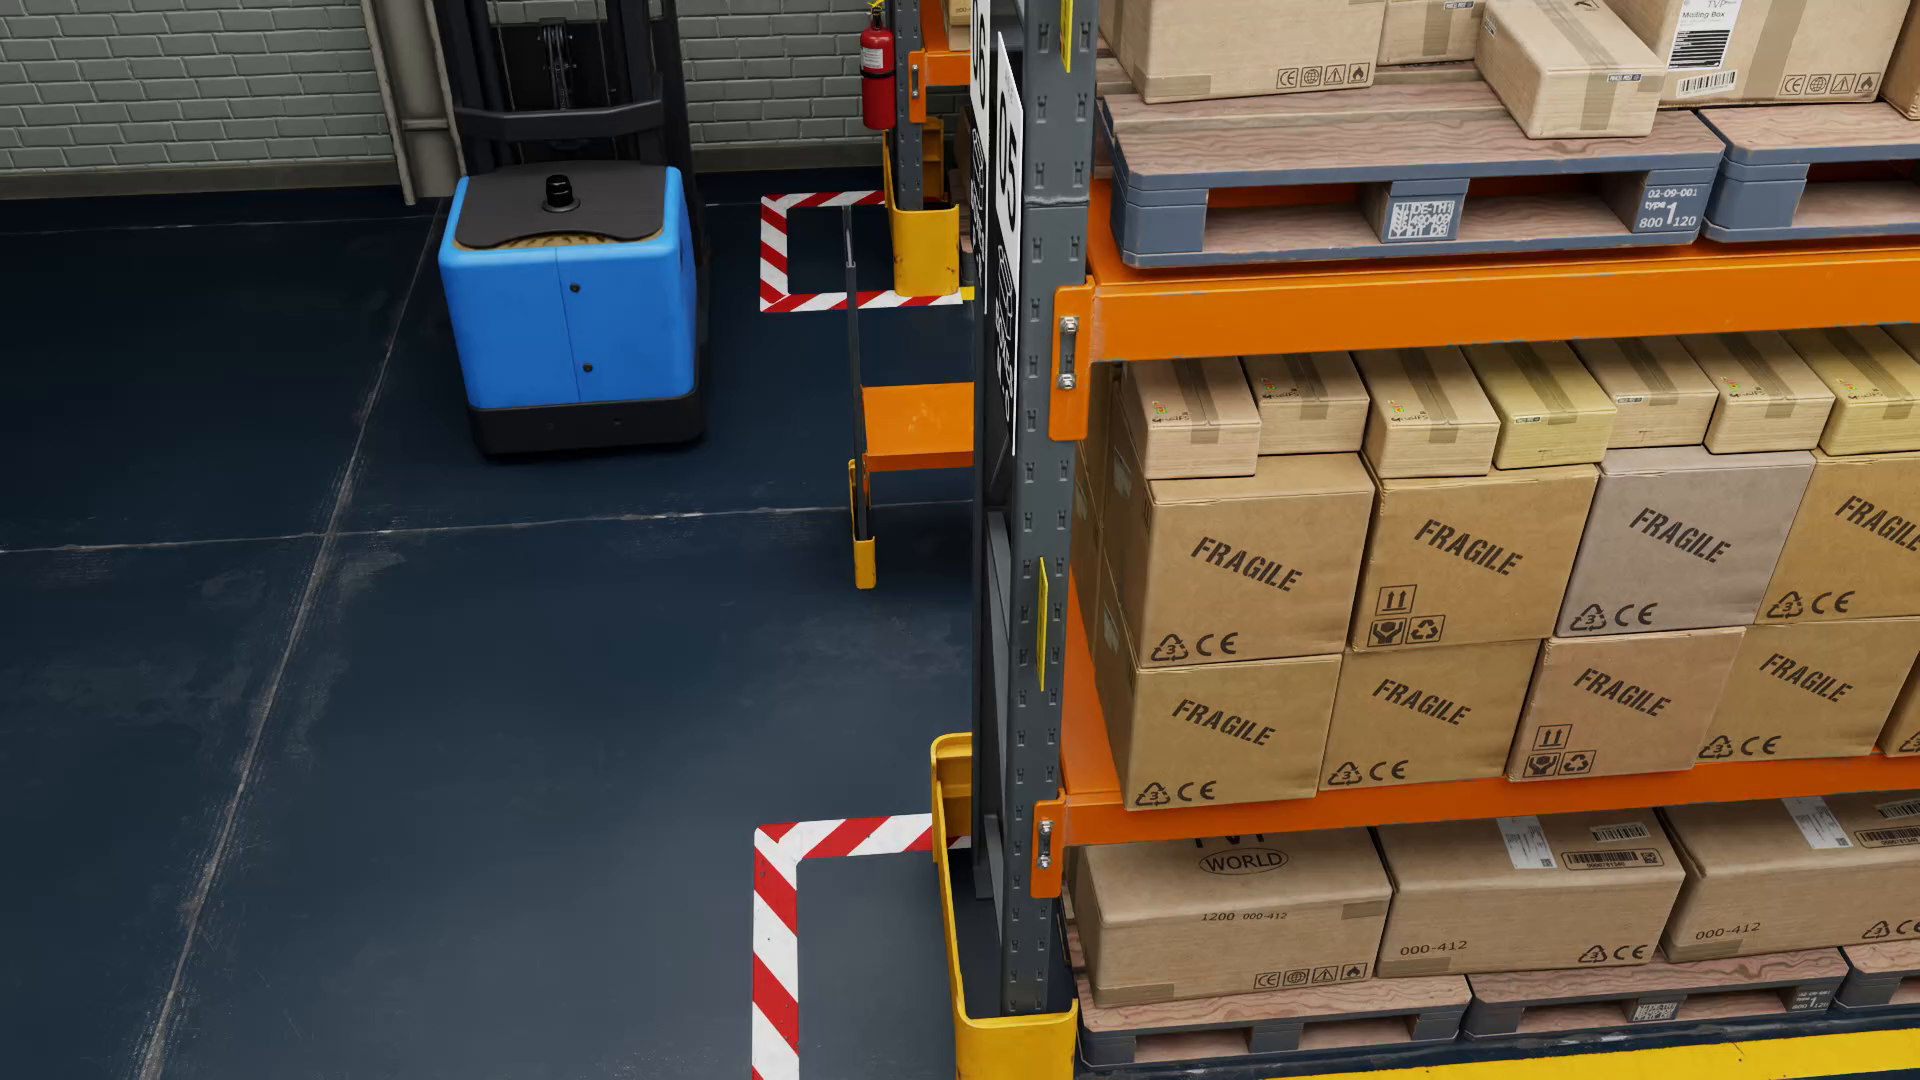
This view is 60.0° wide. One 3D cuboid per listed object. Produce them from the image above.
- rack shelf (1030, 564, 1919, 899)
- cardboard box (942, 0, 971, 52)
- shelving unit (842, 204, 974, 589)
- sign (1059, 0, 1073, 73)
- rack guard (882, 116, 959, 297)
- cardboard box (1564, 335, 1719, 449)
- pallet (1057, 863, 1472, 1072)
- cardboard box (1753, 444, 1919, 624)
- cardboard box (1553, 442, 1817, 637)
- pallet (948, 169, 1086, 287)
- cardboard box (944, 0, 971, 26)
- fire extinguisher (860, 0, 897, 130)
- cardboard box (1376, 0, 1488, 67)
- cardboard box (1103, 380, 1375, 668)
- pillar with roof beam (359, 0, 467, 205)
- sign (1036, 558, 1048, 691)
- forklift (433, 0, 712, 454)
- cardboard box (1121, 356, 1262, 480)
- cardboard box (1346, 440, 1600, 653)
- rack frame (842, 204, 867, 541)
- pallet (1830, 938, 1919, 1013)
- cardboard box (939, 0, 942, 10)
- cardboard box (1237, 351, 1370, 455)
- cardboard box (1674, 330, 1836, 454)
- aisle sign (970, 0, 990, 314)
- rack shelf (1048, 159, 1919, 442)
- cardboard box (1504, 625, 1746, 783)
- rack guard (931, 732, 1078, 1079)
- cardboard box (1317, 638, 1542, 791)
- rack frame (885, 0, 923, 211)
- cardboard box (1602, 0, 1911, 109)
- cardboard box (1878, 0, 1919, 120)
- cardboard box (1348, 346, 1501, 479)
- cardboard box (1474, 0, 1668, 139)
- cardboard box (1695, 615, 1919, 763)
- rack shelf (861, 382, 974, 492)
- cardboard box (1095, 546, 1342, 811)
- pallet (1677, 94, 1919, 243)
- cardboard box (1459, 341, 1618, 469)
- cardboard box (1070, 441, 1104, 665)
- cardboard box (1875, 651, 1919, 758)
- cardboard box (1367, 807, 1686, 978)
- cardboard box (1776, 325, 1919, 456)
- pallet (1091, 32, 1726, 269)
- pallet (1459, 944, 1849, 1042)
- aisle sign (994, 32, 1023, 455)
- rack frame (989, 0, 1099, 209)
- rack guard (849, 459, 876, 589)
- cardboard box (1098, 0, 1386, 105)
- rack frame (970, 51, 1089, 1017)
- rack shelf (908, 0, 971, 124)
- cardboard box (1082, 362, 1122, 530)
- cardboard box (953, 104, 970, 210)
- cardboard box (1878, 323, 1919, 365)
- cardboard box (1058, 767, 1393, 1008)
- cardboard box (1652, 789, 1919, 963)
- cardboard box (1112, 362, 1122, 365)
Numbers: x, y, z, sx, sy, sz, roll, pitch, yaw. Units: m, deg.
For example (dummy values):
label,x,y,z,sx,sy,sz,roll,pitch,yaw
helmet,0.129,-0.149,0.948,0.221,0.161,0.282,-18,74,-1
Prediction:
label,x,y,z,sx,sy,sz,roll,pitch,yaw
rack shelf,2.137,0.397,4.906,4.000,0.370,1.077,-3,38,-4
cardboard box,0.053,-2.588,8.311,0.250,0.149,0.380,-3,38,-4
shelving unit,0.076,-0.593,6.791,1.083,1.500,0.587,-3,38,-4
sign,0.188,-0.985,2.885,0.005,0.325,0.100,-3,38,-4
rack guard,-0.223,-1.861,9.205,0.348,0.500,1.175,-3,38,-4
cardboard box,1.564,-0.385,3.905,0.250,0.149,0.380,-3,38,-4
pallet,0.934,1.227,5.525,1.213,0.211,1.003,-3,38,-4
cardboard box,2.171,-0.152,4.133,0.500,0.500,0.500,-3,38,-4
cardboard box,1.674,-0.124,4.097,0.500,0.500,0.500,-3,38,-4
pallet,0.571,-1.792,9.351,1.213,0.211,1.003,-3,38,-4
cardboard box,0.177,-2.755,8.201,0.500,0.250,0.500,-3,38,-4
fire extinguisher,-0.405,-2.368,8.193,0.183,0.674,0.296,-3,38,-4
cardboard box,0.995,-1.211,3.725,0.250,0.149,0.380,-6,39,-7
cardboard box,0.648,-0.058,4.014,0.500,0.500,0.500,-4,38,-5
pillar with roof beam,-2.683,-2.945,3.718,0.400,9.000,9.100,-3,38,-4
sign,0.188,0.196,3.817,0.005,0.325,0.100,-3,38,-4
forklift,-1.886,-2.451,7.990,1.130,2.935,3.031,-4,38,-5
cardboard box,0.523,-0.311,3.811,0.250,0.149,0.380,-2,38,-3
cardboard box,1.162,-0.091,4.056,0.500,0.500,0.500,-4,38,-5
rack frame,-0.421,-0.566,6.756,0.032,1.500,0.500,-3,38,-4
pallet,3.364,1.093,5.694,1.213,0.211,1.003,-3,38,-4
cardboard box,0.007,-2.923,8.736,0.250,0.149,0.380,-4,38,-4
cardboard box,0.777,-0.369,3.885,0.250,0.149,0.380,-2,38,-3
cardboard box,1.816,-0.373,3.889,0.250,0.149,0.380,-3,38,-4
aisle sign,0.045,-0.984,3.976,0.004,0.787,0.394,-3,38,-4
rack shelf,2.137,-0.781,3.977,4.000,0.370,1.077,-3,38,-4
cardboard box,1.658,0.274,4.400,0.500,0.500,0.500,-3,38,-4
rack guard,0.120,1.207,5.317,0.348,0.500,1.175,-3,38,-4
cardboard box,1.149,0.291,4.379,0.500,0.500,0.500,-4,38,-5
rack frame,-0.299,-2.838,8.425,0.127,3.000,1.000,-3,38,-4
cardboard box,1.640,-1.174,3.547,0.500,0.311,0.500,-2,38,-3
cardboard box,2.166,-1.215,3.446,0.500,0.500,0.500,-3,38,-3
cardboard box,1.046,-0.313,3.813,0.250,0.149,0.380,-2,38,-3
cardboard box,1.249,-0.977,3.428,0.250,0.149,0.380,-2,38,-2
cardboard box,2.155,0.236,4.448,0.500,0.500,0.500,-2,38,-2
rack shelf,0.085,-0.452,6.903,1.000,0.185,0.538,-3,38,-4
cardboard box,0.648,0.336,4.322,0.500,0.500,0.500,-3,38,-4
pallet,2.100,-1.035,3.790,1.213,0.211,1.003,-3,38,-4
cardboard box,1.307,-0.338,3.845,0.250,0.149,0.380,-4,38,-5
cardboard box,0.601,-0.005,4.754,0.500,0.500,0.500,-3,38,-4
cardboard box,2.678,0.217,4.473,0.500,0.500,0.500,-4,38,-5
cardboard box,1.704,0.912,5.402,0.875,0.438,0.875,-2,38,-3
cardboard box,2.071,-0.370,3.886,0.250,0.149,0.380,-4,38,-5
pallet,0.882,-0.966,3.702,1.213,0.211,1.003,-3,38,-4
pallet,2.146,1.162,5.607,1.213,0.211,1.003,-3,38,-4
aisle sign,0.098,-0.613,3.507,0.004,0.787,0.394,-3,38,-4
rack frame,0.144,-2.131,2.686,0.127,3.000,1.000,-3,38,-4
rack guard,-0.420,-0.075,7.143,0.087,0.250,0.587,-3,38,-4
cardboard box,0.585,-1.179,3.602,0.500,0.250,0.500,-6,39,-8
rack frame,0.144,0.224,4.544,0.127,3.000,1.000,-3,38,-4
rack shelf,1.693,-2.665,8.787,4.000,0.370,1.077,-3,38,-4
cardboard box,0.604,-0.381,4.423,0.500,0.500,0.500,-2,38,-2
cardboard box,0.319,-1.998,9.037,0.637,0.503,0.797,-5,39,-6
cardboard box,2.328,-0.414,3.942,0.250,0.149,0.380,-3,38,-4
cardboard box,0.793,0.967,5.332,0.875,0.438,0.875,-4,38,-6
cardboard box,2.602,0.864,5.463,0.875,0.438,0.875,-4,38,-5
cardboard box,0.484,-0.605,4.184,0.250,0.149,0.380,-3,38,-3
